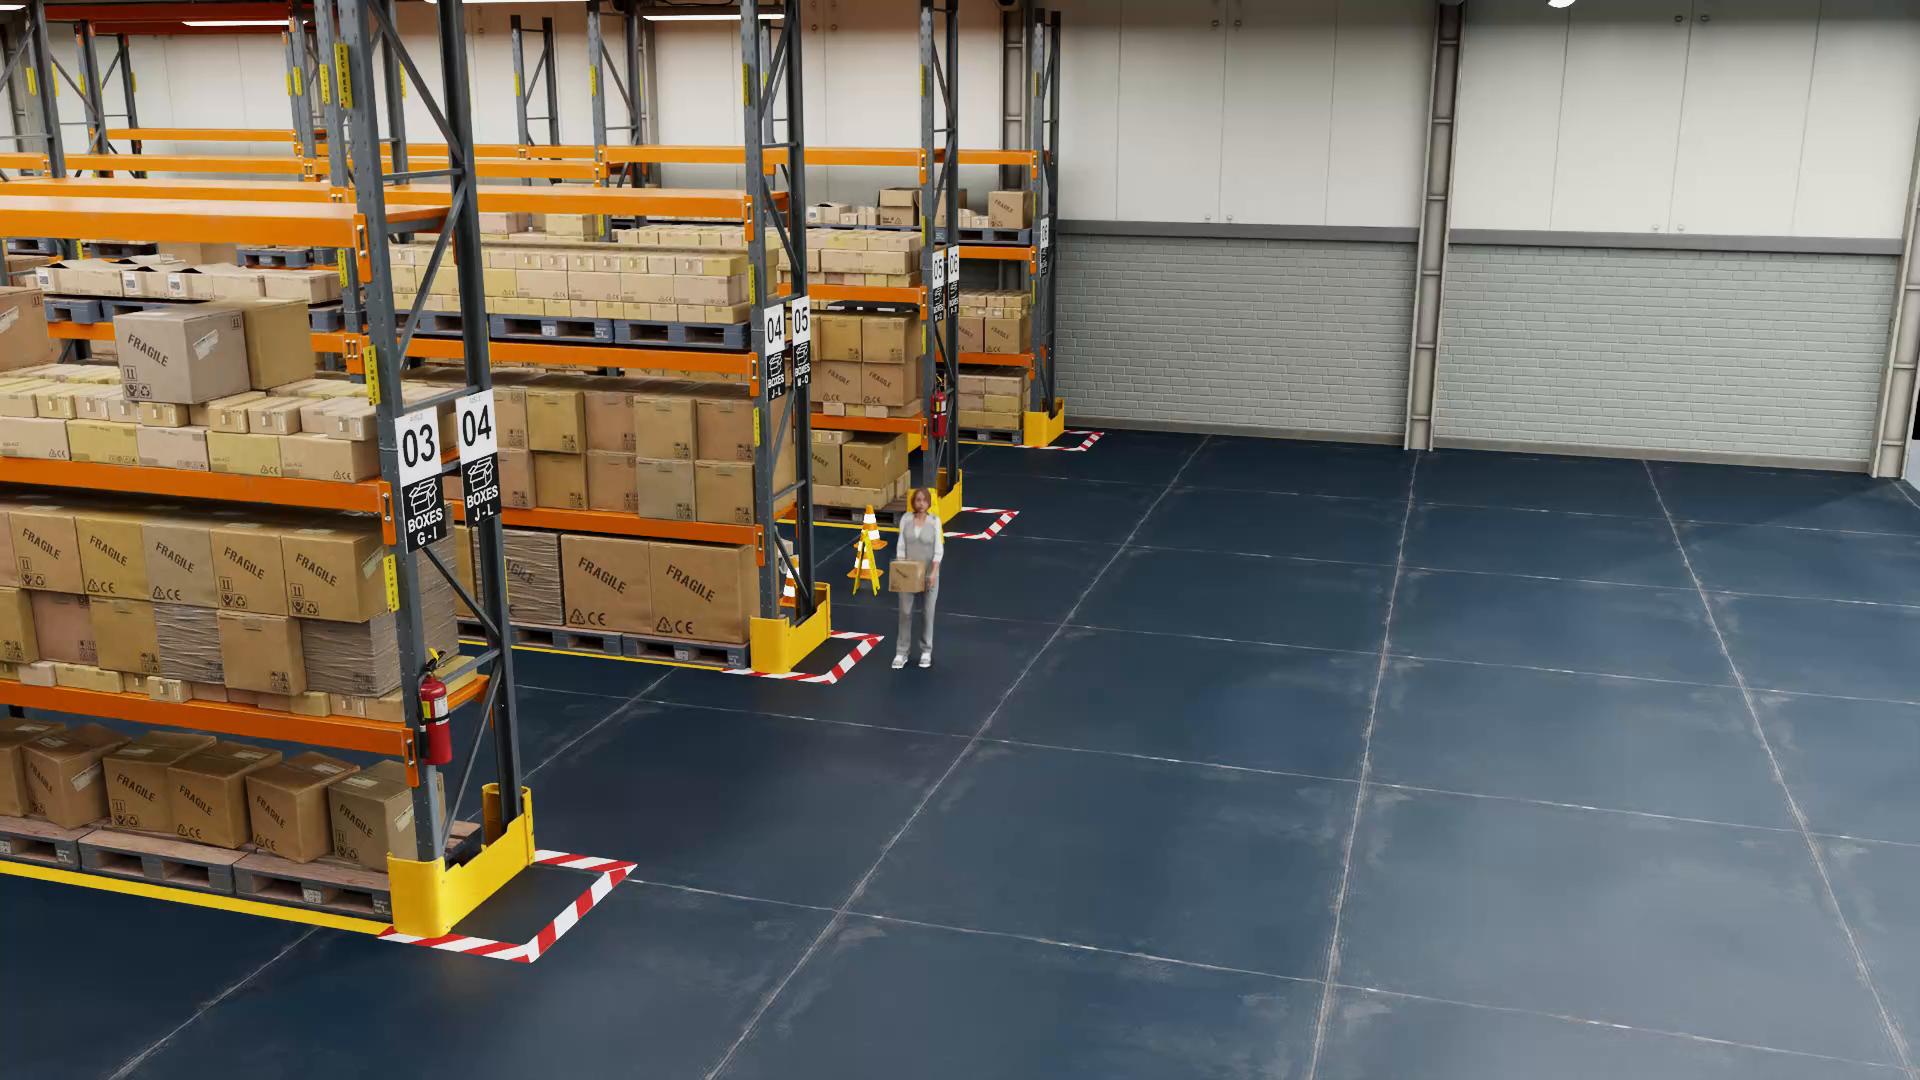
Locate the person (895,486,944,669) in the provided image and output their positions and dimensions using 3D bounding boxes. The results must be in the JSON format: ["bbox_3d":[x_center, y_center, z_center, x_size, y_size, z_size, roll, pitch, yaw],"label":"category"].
[{"bbox_3d":[-0.364,0.328,14.660,0.478,1.606,0.428,-8,17,-28],"label":"person"}]
